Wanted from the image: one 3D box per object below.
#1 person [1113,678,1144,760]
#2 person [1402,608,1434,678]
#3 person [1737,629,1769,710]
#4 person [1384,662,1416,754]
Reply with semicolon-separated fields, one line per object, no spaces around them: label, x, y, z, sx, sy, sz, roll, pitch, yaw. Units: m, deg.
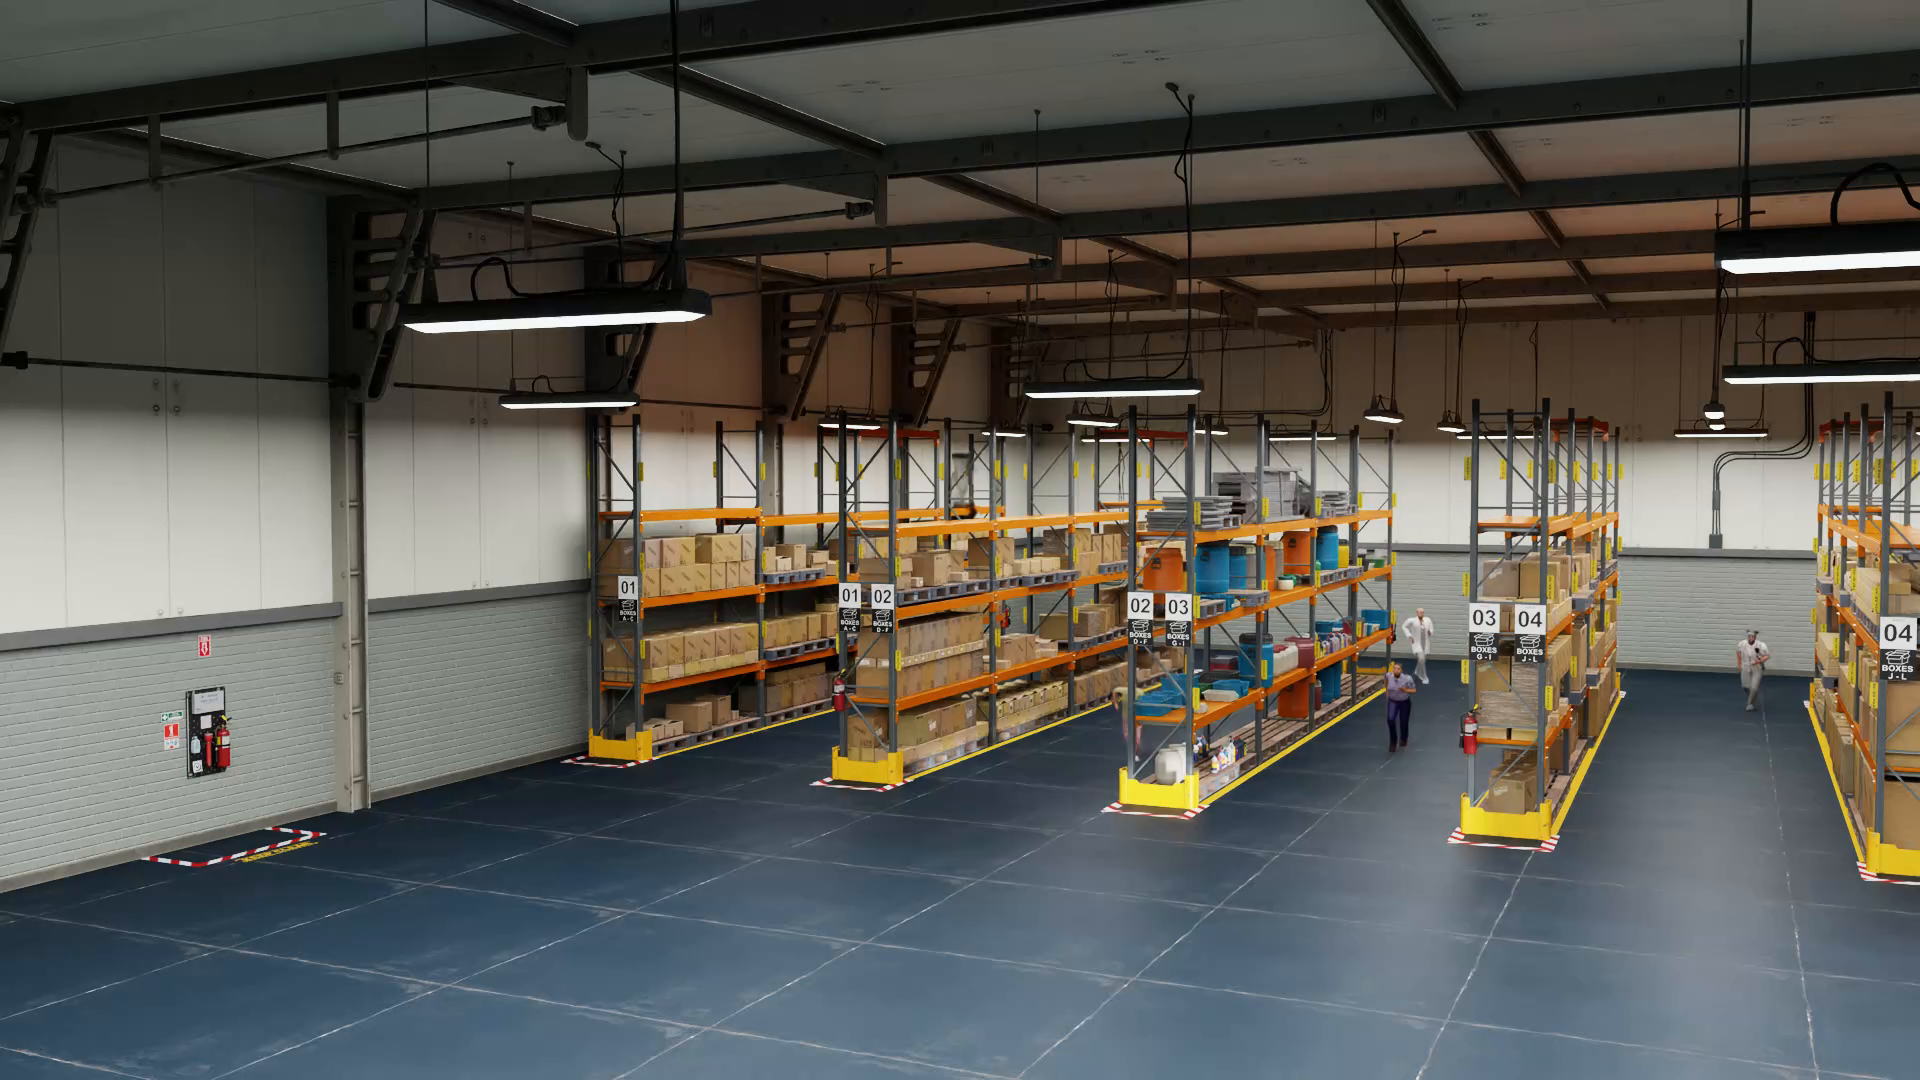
person;2.918;3.075;28.641;0.606;1.503;0.803;1;2;14
person;10.902;2.429;39.505;0.694;1.666;0.805;-1;2;-16
person;16.615;2.712;34.895;0.631;1.709;0.661;1;3;32
person;7.859;2.989;29.715;0.598;1.633;0.896;1;3;21
